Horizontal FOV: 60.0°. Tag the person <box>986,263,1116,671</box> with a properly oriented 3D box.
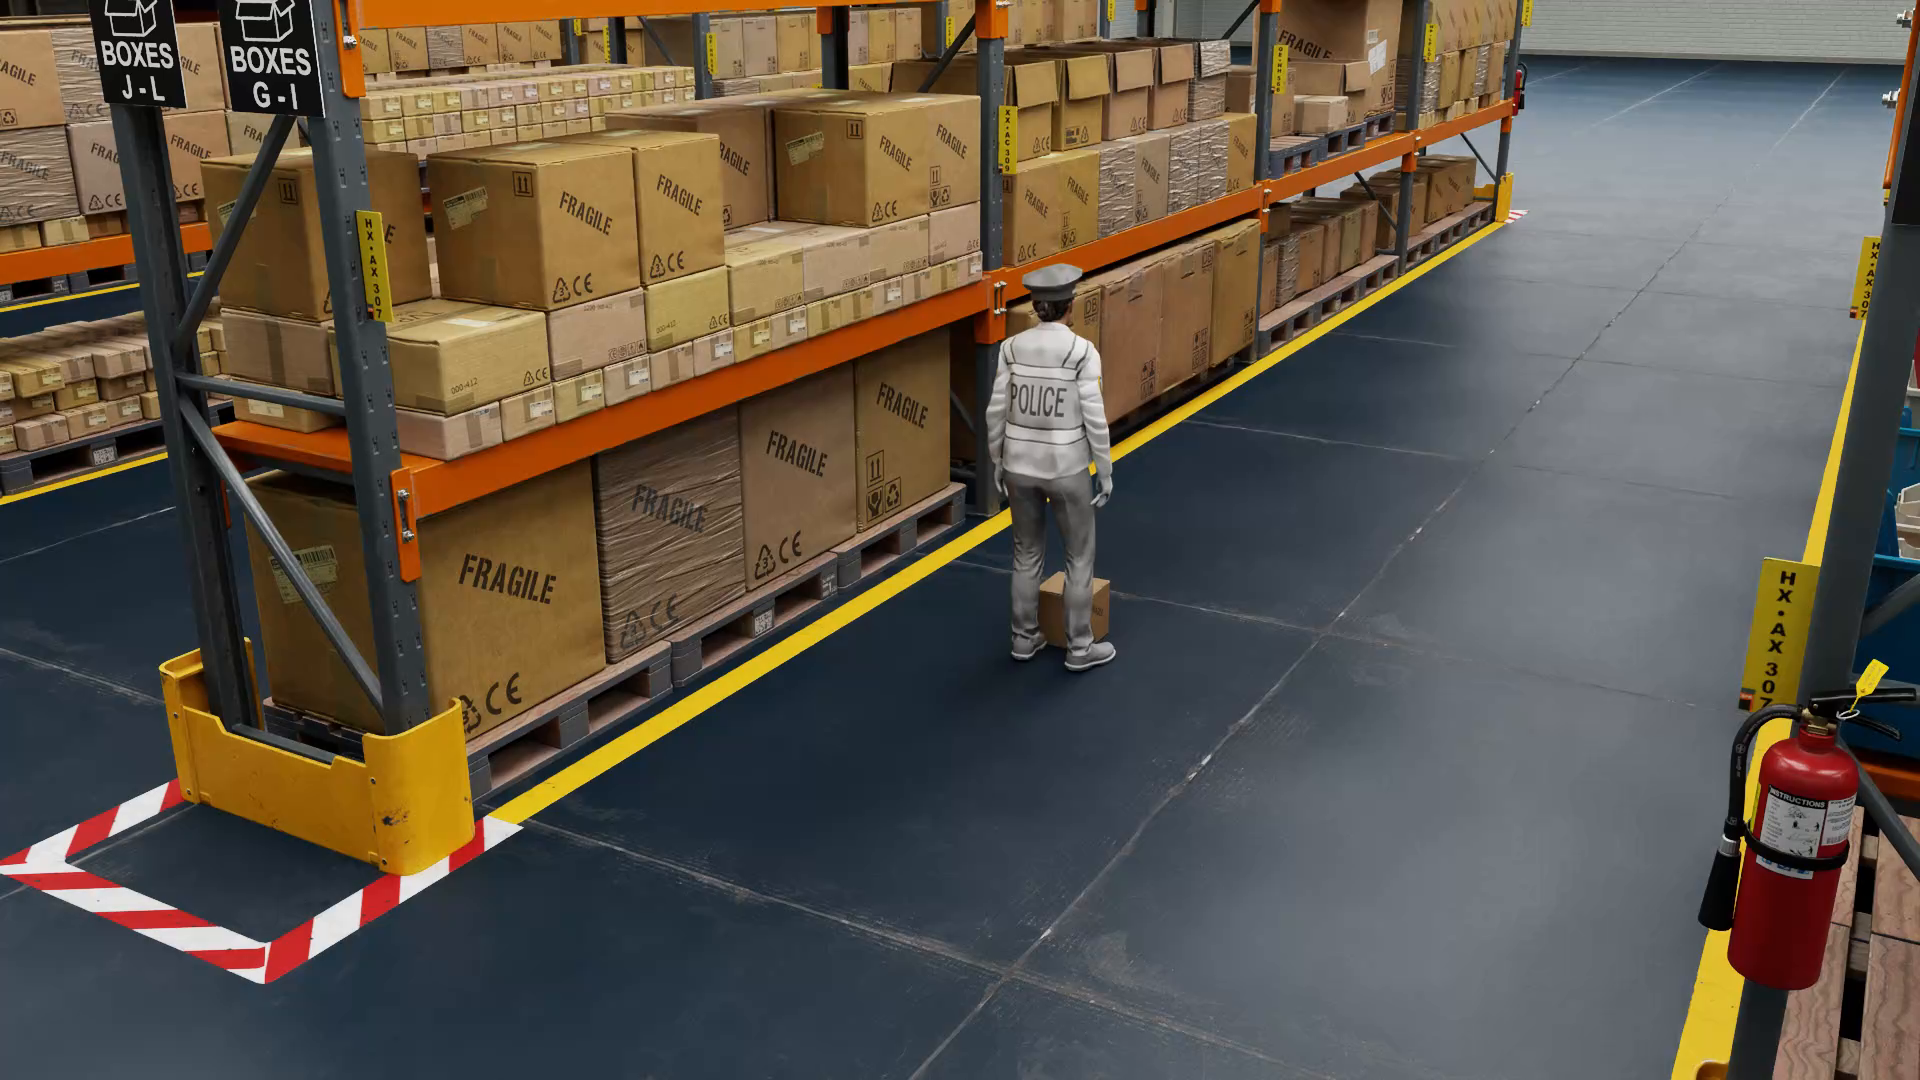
[{"bbox_3d":[0.375,-0.284,6.858,0.540,1.667,0.370,9,22,25],"label":"person"}]
